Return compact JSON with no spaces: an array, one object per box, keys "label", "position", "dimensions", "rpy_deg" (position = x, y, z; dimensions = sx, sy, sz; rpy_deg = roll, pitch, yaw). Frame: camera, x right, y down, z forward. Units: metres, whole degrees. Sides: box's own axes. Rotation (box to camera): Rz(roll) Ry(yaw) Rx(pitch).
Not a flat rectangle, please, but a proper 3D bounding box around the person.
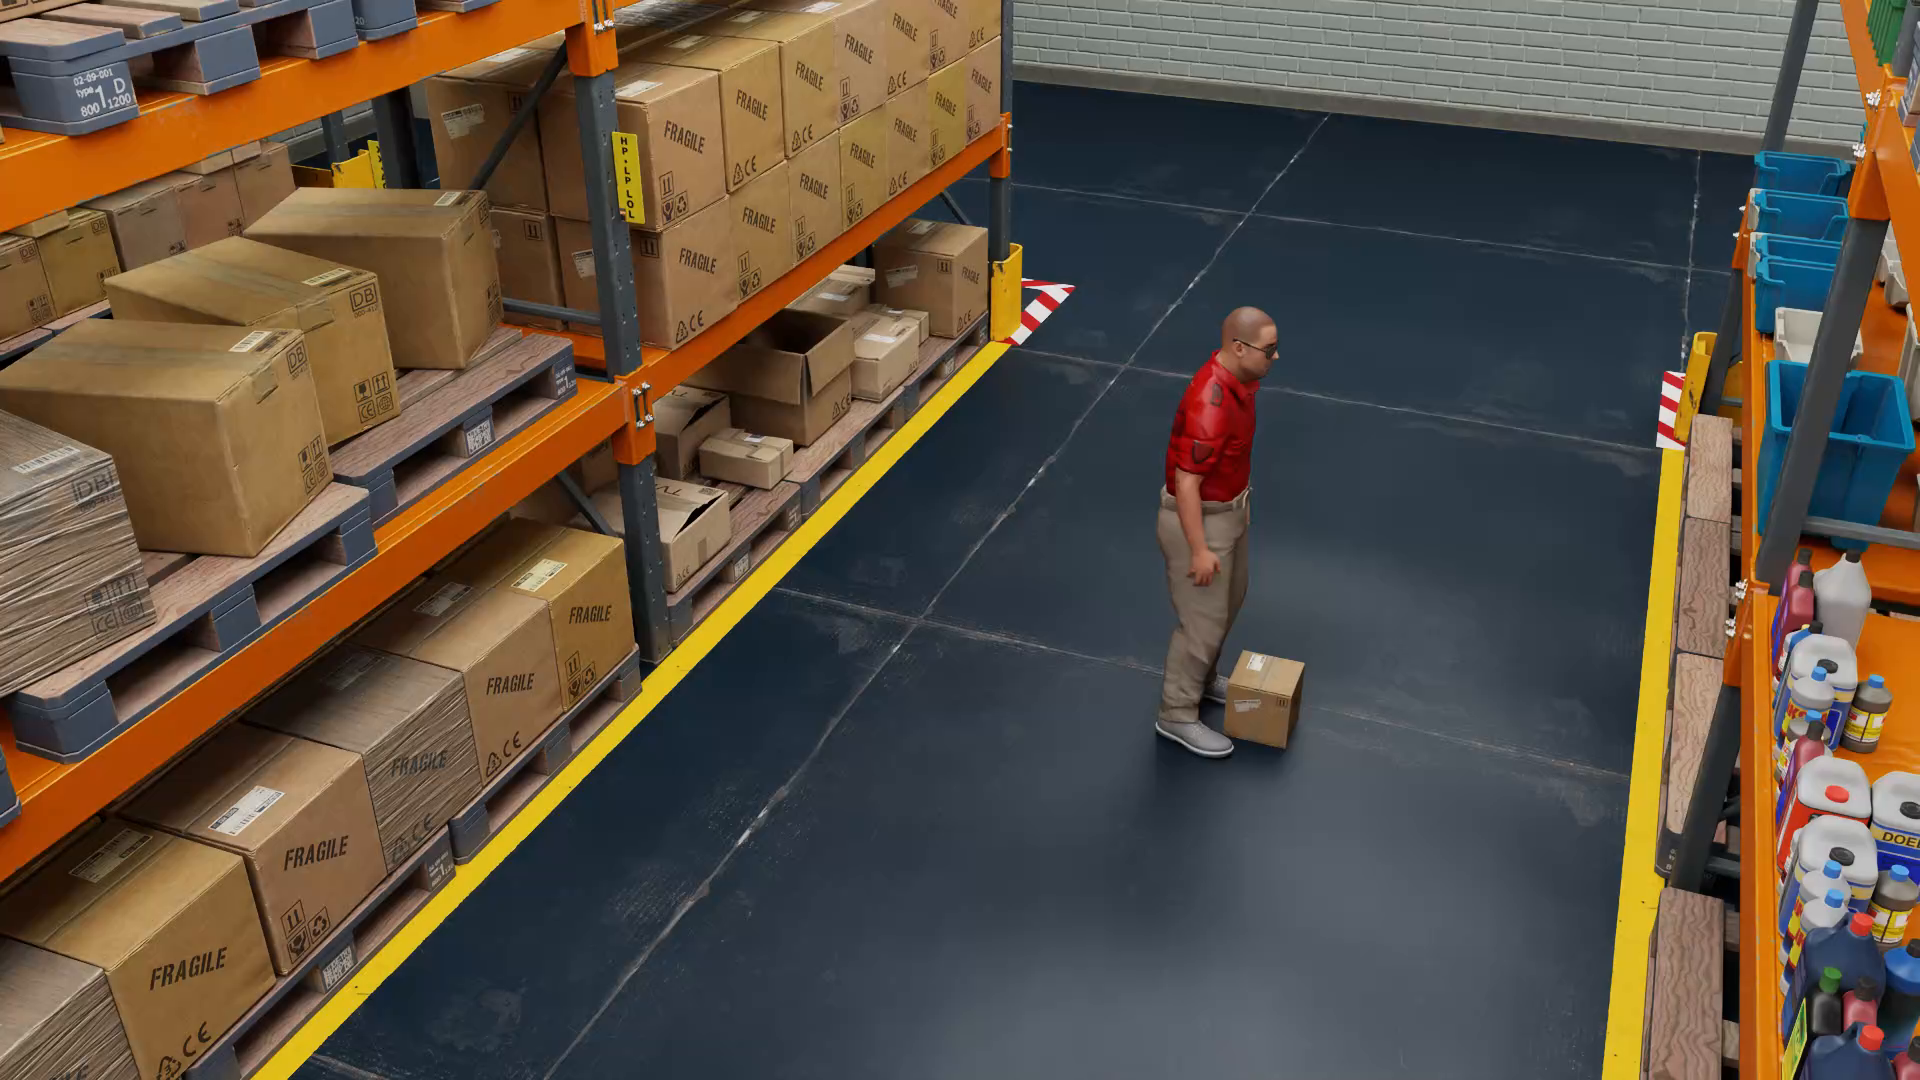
[{"label":"person","position":[0.956,-0.060,6.247],"dimensions":[0.396,1.726,0.586],"rpy_deg":[11,31,19]}]
